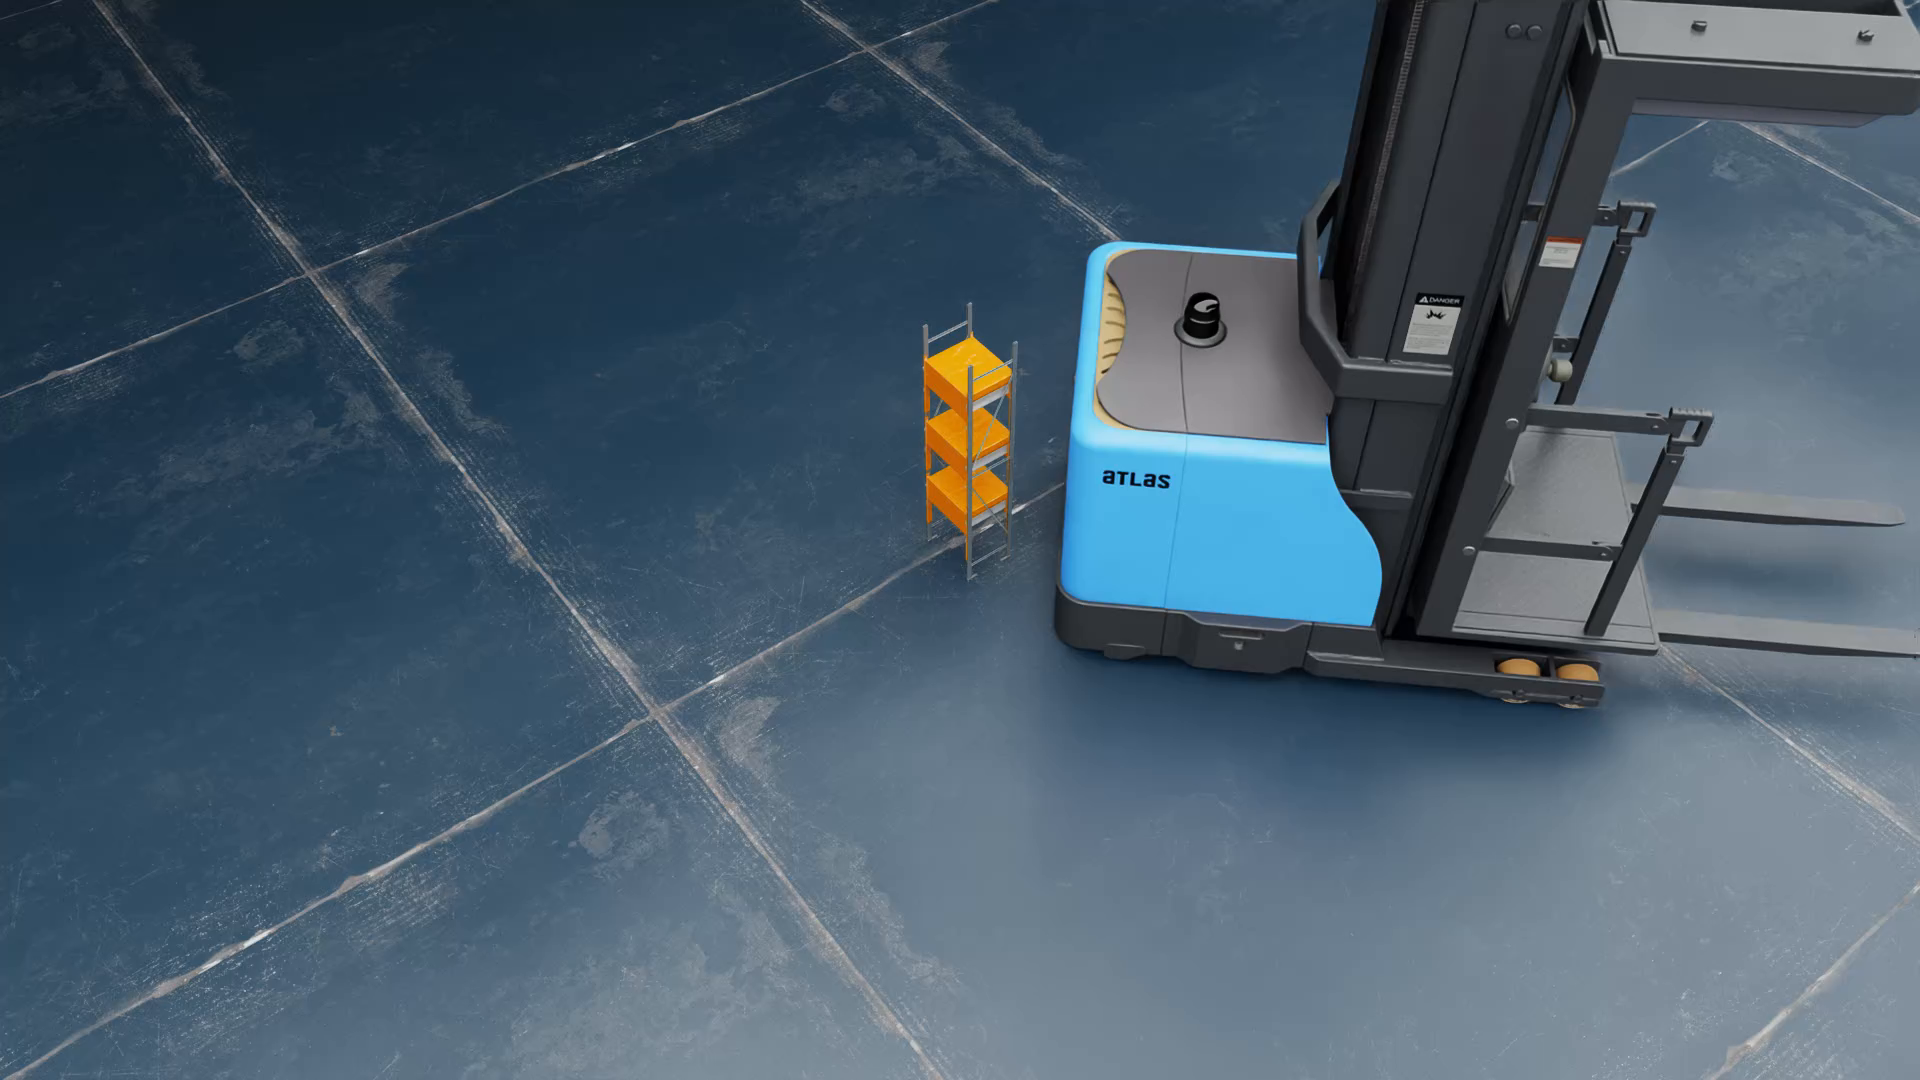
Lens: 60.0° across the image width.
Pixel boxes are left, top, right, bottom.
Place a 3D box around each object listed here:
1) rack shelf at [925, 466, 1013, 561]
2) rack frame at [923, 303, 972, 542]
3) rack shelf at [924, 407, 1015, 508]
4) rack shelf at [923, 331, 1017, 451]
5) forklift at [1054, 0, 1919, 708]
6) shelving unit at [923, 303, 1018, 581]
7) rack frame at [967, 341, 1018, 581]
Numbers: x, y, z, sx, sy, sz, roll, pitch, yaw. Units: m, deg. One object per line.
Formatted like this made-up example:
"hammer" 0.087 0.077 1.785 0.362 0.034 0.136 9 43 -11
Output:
"rack shelf" 0.032 -0.127 6.046 0.215 0.259 0.240 -29 54 -24
"rack frame" -0.041 -0.393 5.898 0.200 1.050 0.008 -29 54 -24
"rack shelf" 0.032 -0.314 5.840 0.215 0.259 0.240 -29 54 -24
"rack shelf" 0.032 -0.505 5.630 0.215 0.259 0.240 -29 54 -24
"forklift" 1.885 -0.824 5.019 3.031 2.935 1.130 5 48 4
"shelving unit" 0.032 -0.321 5.832 0.215 1.050 0.252 -29 54 -24
"rack frame" 0.106 -0.249 5.767 0.200 1.050 0.008 -29 54 -24
